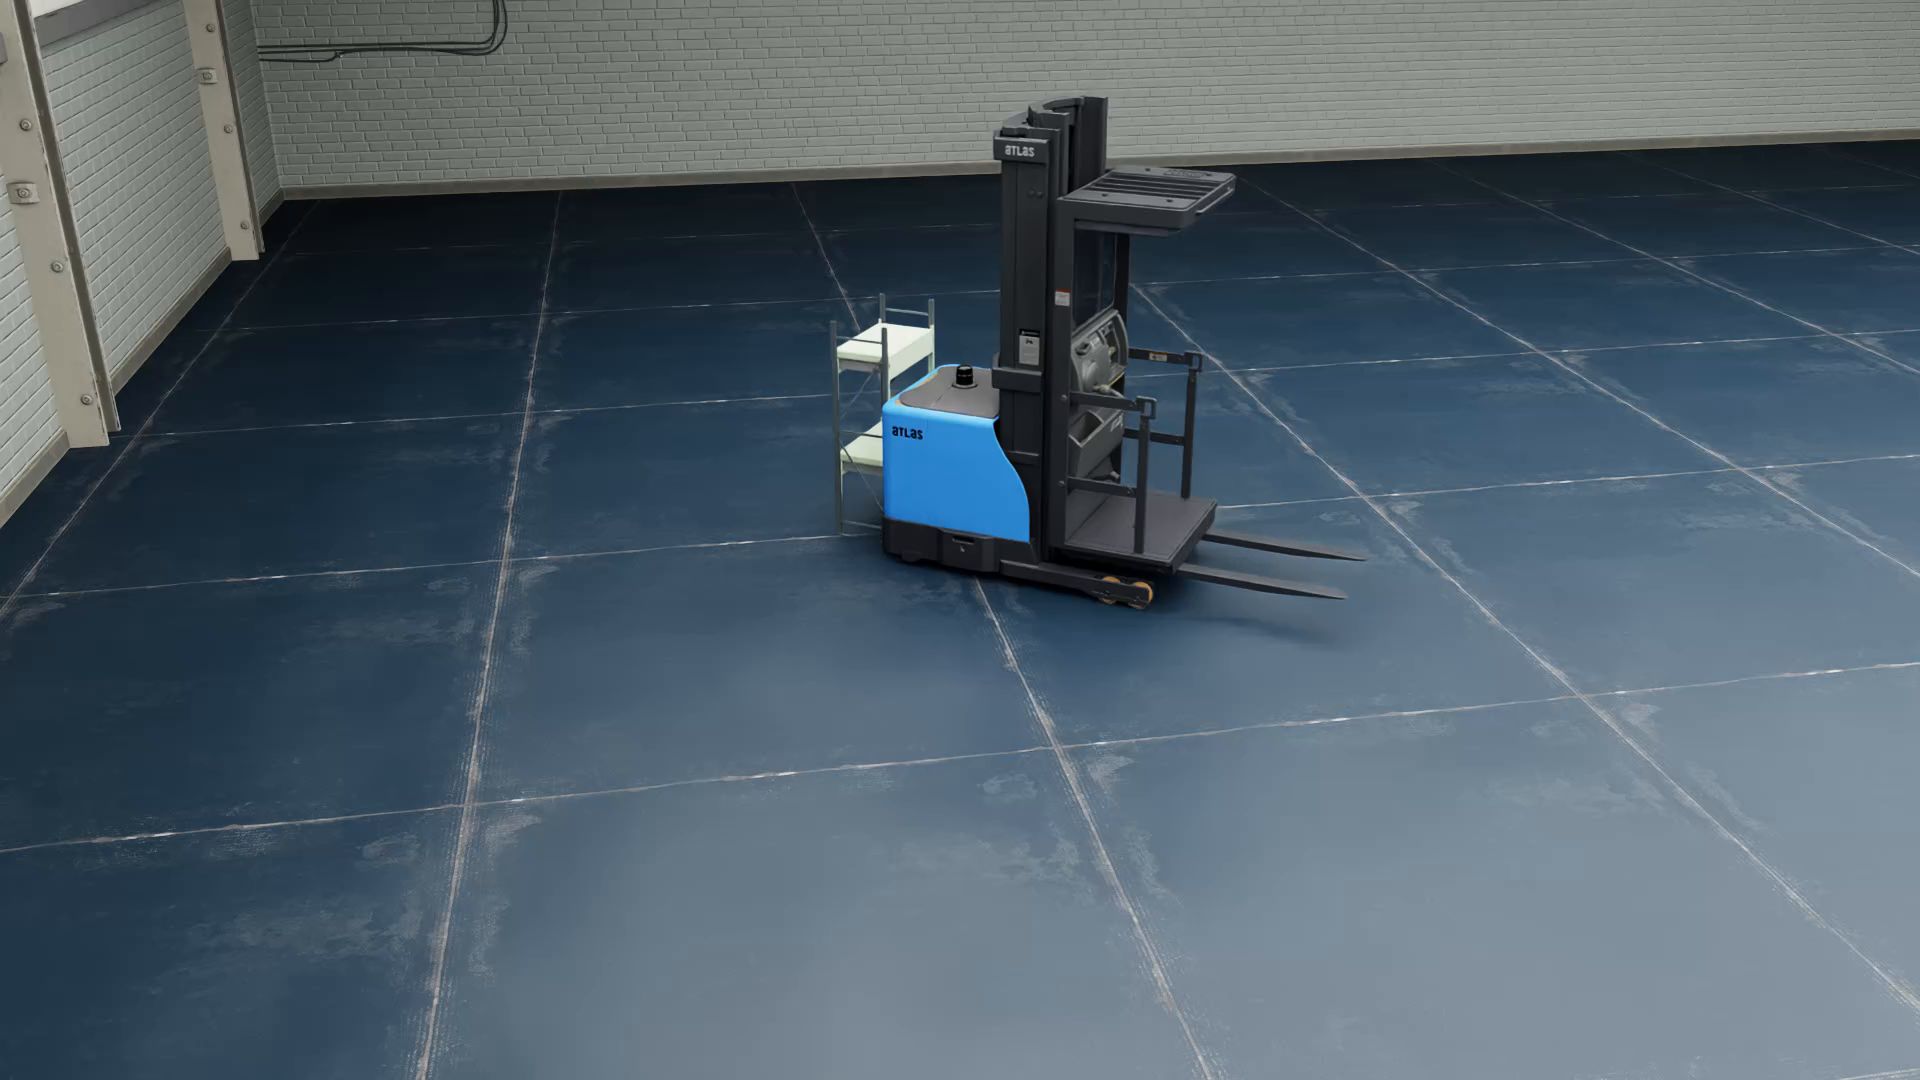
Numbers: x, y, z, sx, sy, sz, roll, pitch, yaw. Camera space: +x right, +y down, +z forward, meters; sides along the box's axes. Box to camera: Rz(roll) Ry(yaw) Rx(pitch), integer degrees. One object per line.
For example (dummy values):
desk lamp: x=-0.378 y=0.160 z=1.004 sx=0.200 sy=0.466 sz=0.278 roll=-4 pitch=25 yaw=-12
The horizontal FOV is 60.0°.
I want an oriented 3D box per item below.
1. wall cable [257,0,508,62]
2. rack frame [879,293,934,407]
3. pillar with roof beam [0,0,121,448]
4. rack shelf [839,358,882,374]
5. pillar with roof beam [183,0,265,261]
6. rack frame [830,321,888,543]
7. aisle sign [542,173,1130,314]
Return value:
wall cable: x=-7.171 y=-7.118 z=20.184 sx=3.097 sy=2.526 sz=0.112 roll=-4 pitch=24 yaw=-10
rack frame: x=-0.363 y=-0.964 z=11.584 sx=0.400 sy=1.500 sz=0.023 roll=10 pitch=25 yaw=21
pillar with roof beam: x=-2.585 y=-5.243 z=12.011 sx=9.100 sy=9.000 sz=0.400 roll=-4 pitch=24 yaw=-10
rack shelf: x=-0.507 y=-1.253 z=11.091 sx=0.332 sy=0.071 sz=0.664 roll=10 pitch=25 yaw=21
pillar with roof beam: x=5.855 y=-2.236 z=5.064 sx=22.890 sy=9.050 sz=30.400 roll=-4 pitch=24 yaw=-10
rack frame: x=-0.651 y=-0.695 z=10.967 sx=0.400 sy=1.500 sz=0.023 roll=10 pitch=25 yaw=21
aisle sign: x=-1.720 y=-3.628 z=19.556 sx=6.000 sy=0.001 sz=6.000 roll=-4 pitch=24 yaw=-10
